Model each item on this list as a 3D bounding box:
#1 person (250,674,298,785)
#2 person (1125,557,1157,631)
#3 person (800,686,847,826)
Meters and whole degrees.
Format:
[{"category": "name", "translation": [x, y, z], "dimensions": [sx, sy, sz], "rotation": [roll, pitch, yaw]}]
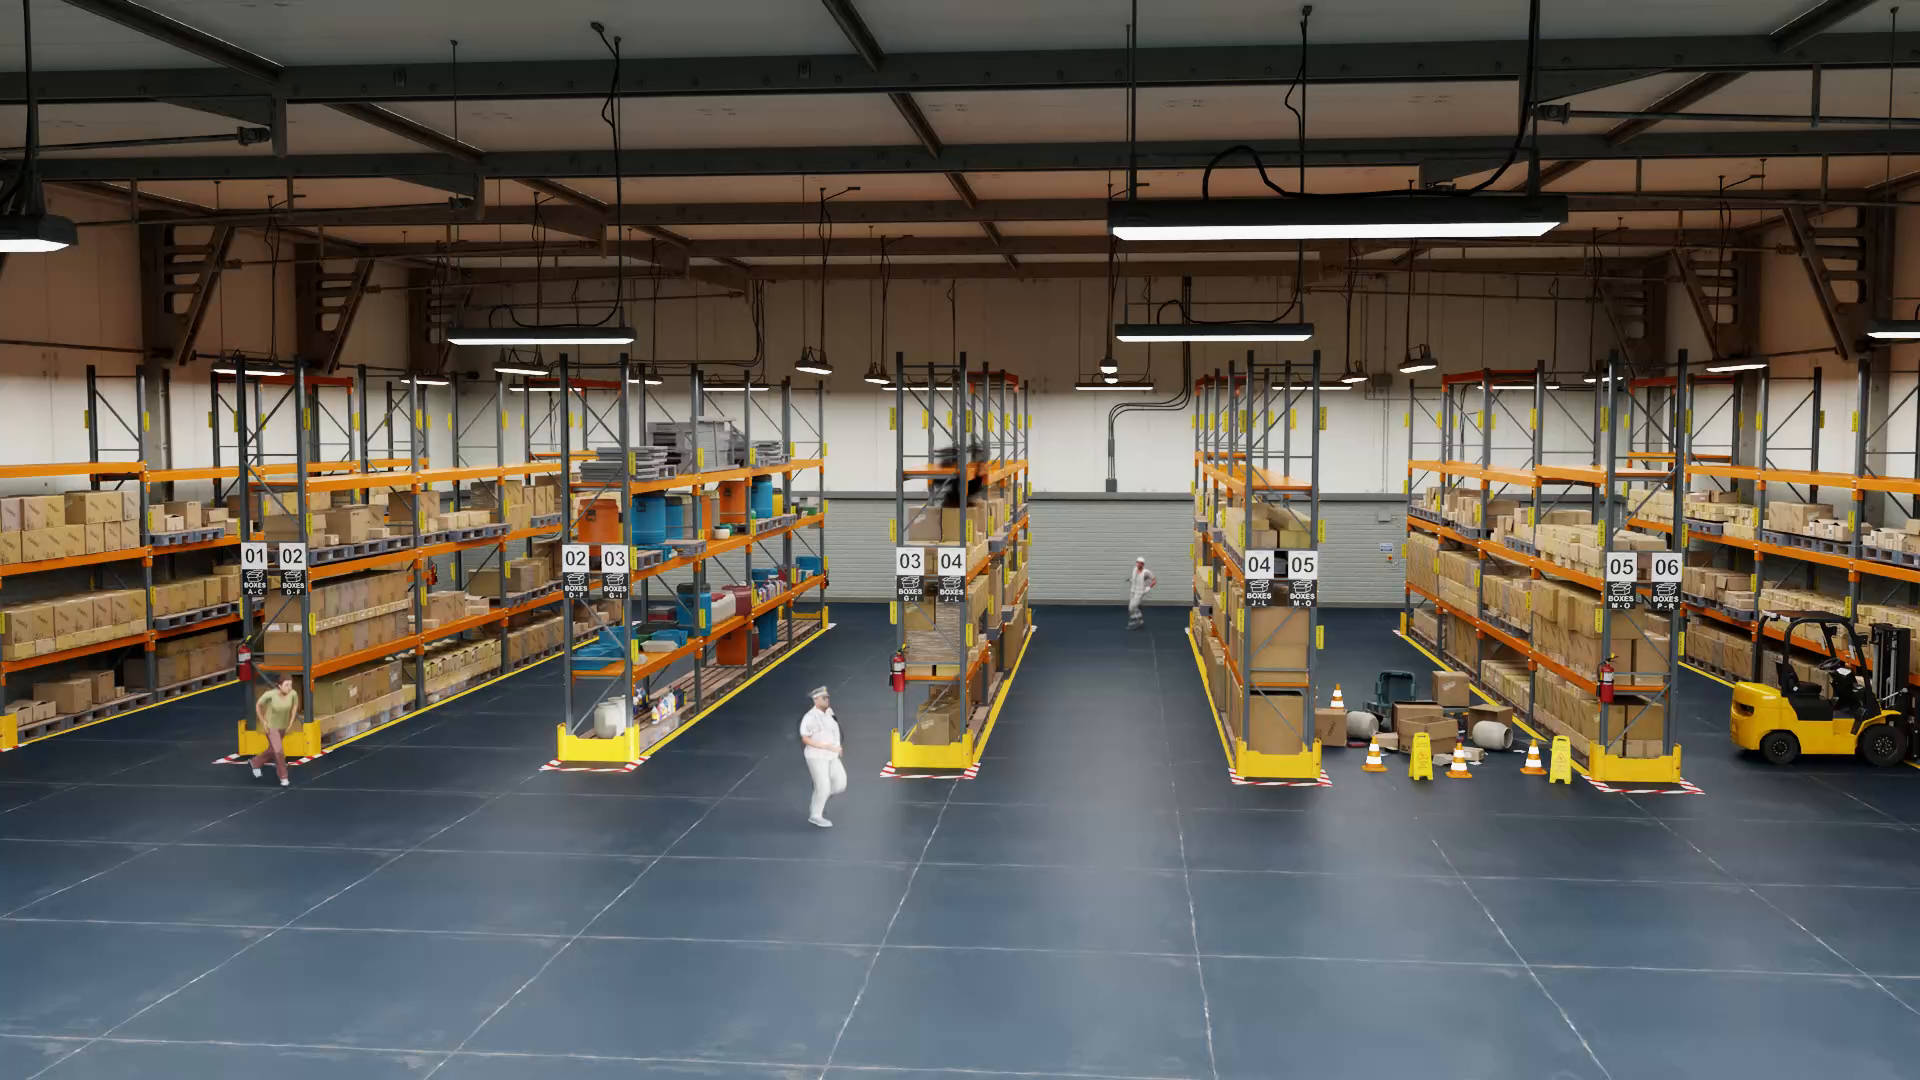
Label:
[{"category": "person", "translation": [-9.543, 2.619, 23.099], "dimensions": [0.964, 1.584, 0.572], "rotation": [3, 5, 40]}, {"category": "person", "translation": [4.285, 1.302, 39.781], "dimensions": [0.722, 1.794, 0.659], "rotation": [-3, 5, -36]}, {"category": "person", "translation": [-1.678, 2.672, 20.622], "dimensions": [0.594, 1.743, 0.660], "rotation": [3, 5, 34]}]
